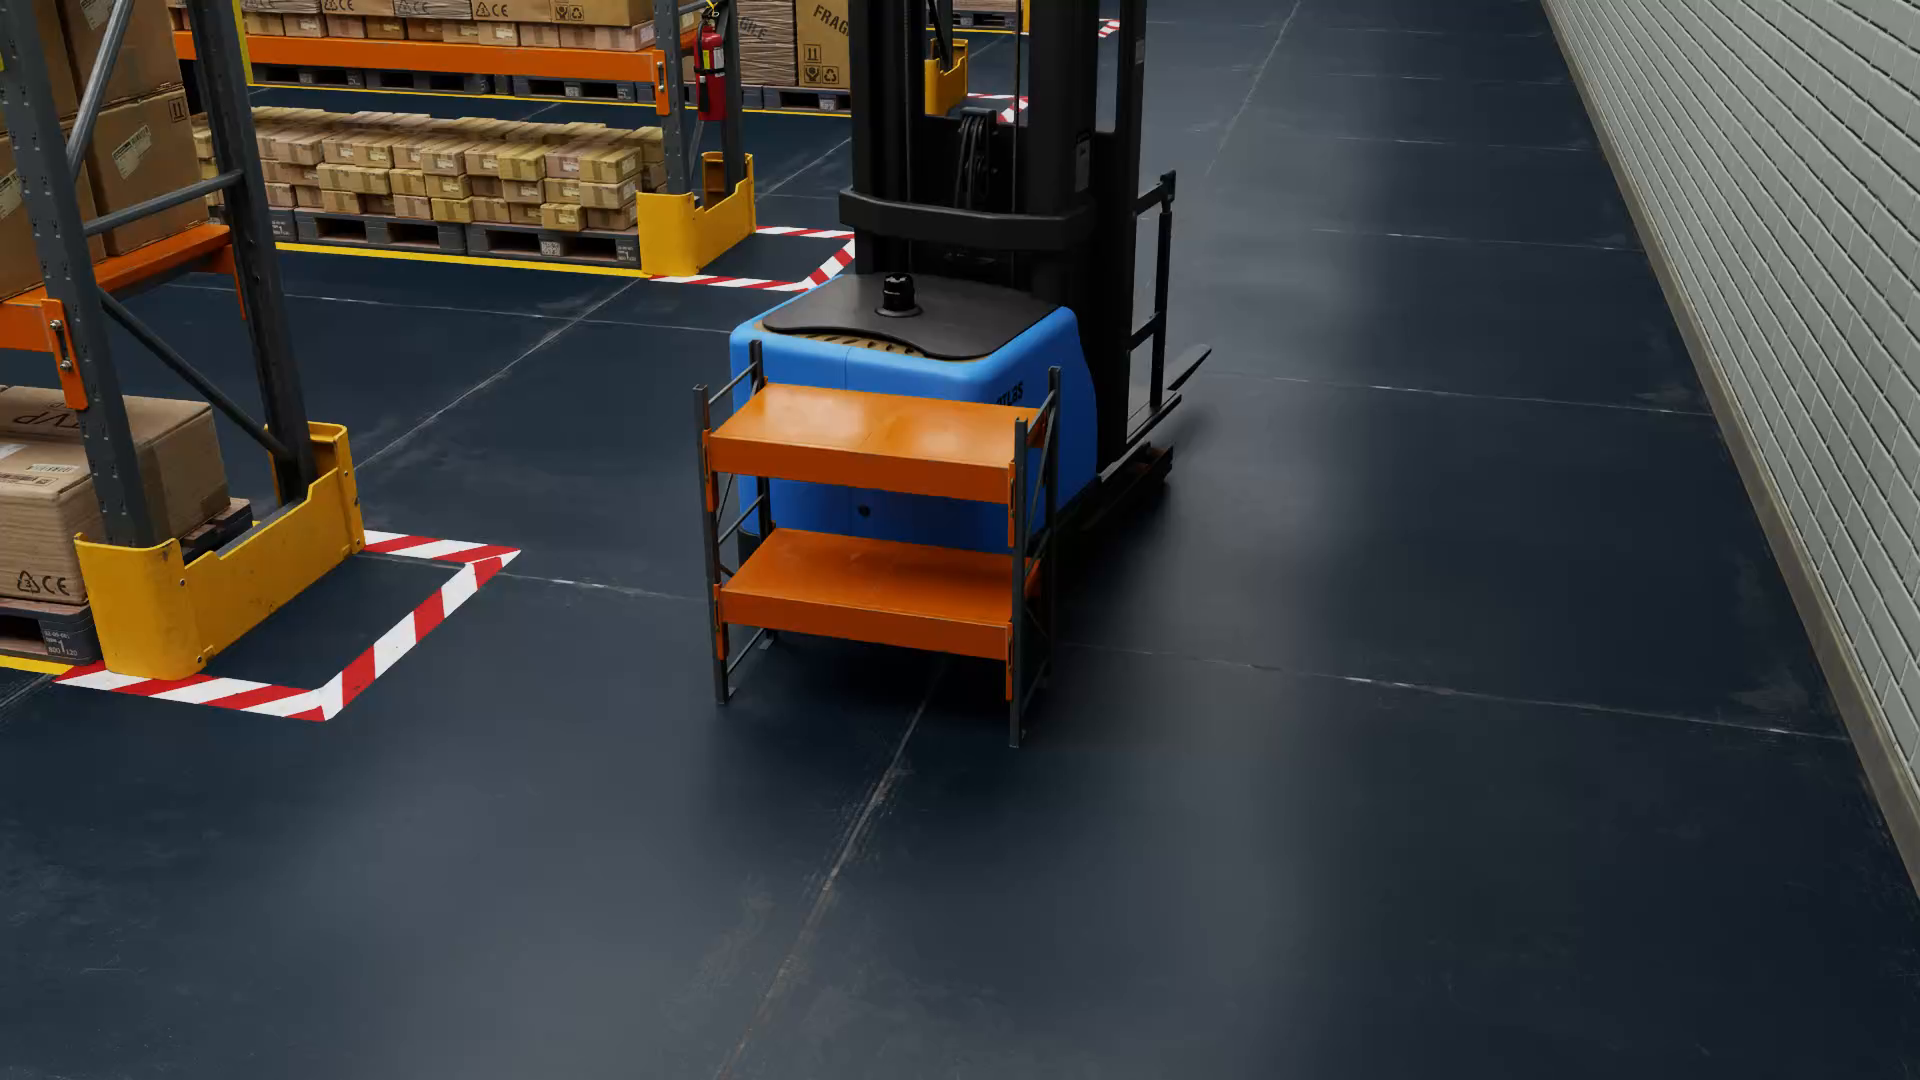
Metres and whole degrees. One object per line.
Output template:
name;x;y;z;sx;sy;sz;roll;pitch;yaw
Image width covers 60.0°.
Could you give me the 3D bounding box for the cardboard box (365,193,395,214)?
cardboard box;-3.641;-2.238;10.788;0.250;0.149;0.380;7;26;14

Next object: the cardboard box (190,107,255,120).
cardboard box;-5.044;-2.867;11.419;0.250;0.149;0.380;7;26;14

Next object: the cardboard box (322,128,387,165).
cardboard box;-3.894;-2.539;10.729;0.250;0.149;0.380;5;26;11

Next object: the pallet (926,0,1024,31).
pallet;0.198;-6.159;19.442;1.213;0.211;1.003;6;26;13

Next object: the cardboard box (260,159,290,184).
cardboard box;-4.409;-2.460;10.909;0.250;0.149;0.380;5;26;10

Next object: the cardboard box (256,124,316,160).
cardboard box;-4.404;-2.595;10.847;0.250;0.149;0.380;6;26;12

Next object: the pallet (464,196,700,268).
pallet;-2.431;-2.049;10.808;1.213;0.211;1.003;6;26;13

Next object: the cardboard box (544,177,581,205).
cardboard box;-2.402;-2.223;10.411;0.250;0.149;0.380;6;26;12

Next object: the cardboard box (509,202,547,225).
cardboard box;-2.650;-2.119;10.540;0.250;0.149;0.380;6;26;13

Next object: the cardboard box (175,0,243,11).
cardboard box;-4.556;-3.598;10.355;0.500;0.500;0.500;6;26;13

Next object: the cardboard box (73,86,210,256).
cardboard box;-3.108;-1.342;5.964;0.500;0.500;0.500;6;26;13

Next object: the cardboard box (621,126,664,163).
cardboard box;-2.003;-2.566;10.787;0.250;0.149;0.380;5;26;11

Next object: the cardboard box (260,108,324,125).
cardboard box;-4.544;-2.833;11.347;0.250;0.149;0.380;6;26;13

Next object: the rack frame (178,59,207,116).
rack frame;-5.454;-3.626;10.877;0.127;3.000;1.000;6;26;13

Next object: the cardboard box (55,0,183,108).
cardboard box;-3.109;-1.793;5.747;0.500;0.500;0.500;6;26;12

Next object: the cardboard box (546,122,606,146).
cardboard box;-2.512;-2.626;10.913;0.250;0.149;0.380;6;26;13

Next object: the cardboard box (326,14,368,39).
cardboard box;-3.702;-3.216;10.308;0.250;0.149;0.380;7;26;15

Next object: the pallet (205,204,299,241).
pallet;-4.795;-2.310;11.356;1.213;0.211;1.003;6;26;13

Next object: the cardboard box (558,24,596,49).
cardboard box;-2.198;-3.044;9.946;0.250;0.149;0.380;6;26;13

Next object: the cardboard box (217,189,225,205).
cardboard box;-4.670;-2.322;10.966;0.250;0.149;0.380;6;26;13

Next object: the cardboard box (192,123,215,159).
cardboard box;-4.920;-2.620;10.899;0.250;0.149;0.380;8;27;16

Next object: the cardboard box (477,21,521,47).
cardboard box;-2.697;-3.082;10.027;0.250;0.149;0.380;7;26;14

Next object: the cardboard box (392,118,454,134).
cardboard box;-3.550;-2.686;11.039;0.250;0.149;0.380;6;26;13

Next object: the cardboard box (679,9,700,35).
cardboard box;-1.812;-3.256;10.391;0.250;0.149;0.380;6;26;13

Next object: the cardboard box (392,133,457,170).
cardboard box;-3.404;-2.480;10.605;0.250;0.149;0.380;5;26;11

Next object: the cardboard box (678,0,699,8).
cardboard box;-1.946;-3.540;10.235;0.500;0.500;0.500;8;26;15

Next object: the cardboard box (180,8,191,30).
cardboard box;-4.721;-3.343;10.574;0.250;0.149;0.380;5;26;11

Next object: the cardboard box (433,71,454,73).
cardboard box;-4.745;-4.971;15.684;0.875;0.875;1.225;6;26;13

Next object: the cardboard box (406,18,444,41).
cardboard box;-3.192;-3.176;10.224;0.250;0.149;0.380;5;26;11

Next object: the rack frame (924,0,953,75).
rack frame;-0.247;-5.252;14.292;0.127;3.000;1.000;6;26;13

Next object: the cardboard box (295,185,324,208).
cardboard box;-4.142;-2.302;10.923;0.250;0.149;0.380;5;26;11

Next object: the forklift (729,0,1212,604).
forklift;0.278;-1.566;6.629;1.130;2.935;3.031;12;28;24

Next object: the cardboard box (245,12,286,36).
cardboard box;-4.231;-3.257;10.394;0.250;0.149;0.380;7;26;14

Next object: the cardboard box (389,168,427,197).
cardboard box;-3.414;-2.312;10.600;0.250;0.149;0.380;8;27;16

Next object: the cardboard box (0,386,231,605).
cardboard box;-3.379;-0.188;6.148;0.875;0.438;0.875;5;26;11

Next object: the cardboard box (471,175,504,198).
cardboard box;-2.900;-2.299;10.571;0.250;0.149;0.380;6;26;12

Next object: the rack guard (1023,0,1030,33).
rack guard;1.013;-6.188;19.166;0.348;0.500;1.175;6;26;13

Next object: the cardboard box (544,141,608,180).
cardboard box;-2.385;-2.371;10.376;0.250;0.149;0.380;7;26;14

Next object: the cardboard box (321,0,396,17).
cardboard box;-3.551;-3.484;10.115;0.500;0.500;0.500;8;27;16

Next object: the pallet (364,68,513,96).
pallet;-4.887;-4.472;15.898;1.213;0.211;1.003;6;26;13

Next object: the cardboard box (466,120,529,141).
cardboard box;-3.039;-2.652;10.967;0.250;0.149;0.380;7;26;15

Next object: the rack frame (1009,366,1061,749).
rack frame;0.240;0.058;5.319;0.032;1.125;0.500;7;26;14

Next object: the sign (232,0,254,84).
sign;-2.571;-1.783;5.907;0.005;0.325;0.100;6;26;13

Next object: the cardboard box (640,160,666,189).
cardboard box;-2.023;-2.398;10.778;0.250;0.149;0.380;7;26;15

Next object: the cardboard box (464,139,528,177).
cardboard box;-2.902;-2.400;10.437;0.250;0.149;0.380;5;26;11

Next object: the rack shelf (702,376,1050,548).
rack shelf;-0.250;-0.264;5.315;1.000;0.278;0.538;7;26;14

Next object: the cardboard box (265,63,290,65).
cardboard box;-6.470;-5.158;16.077;0.875;0.875;1.225;6;26;13

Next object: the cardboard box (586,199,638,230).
cardboard box;-2.142;-2.070;10.436;0.250;0.149;0.380;7;26;14

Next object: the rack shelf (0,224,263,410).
rack shelf;-4.652;-1.016;6.231;4.000;0.370;1.077;6;26;13

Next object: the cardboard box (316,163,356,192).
cardboard box;-3.920;-2.367;10.715;0.250;0.149;0.380;6;26;13

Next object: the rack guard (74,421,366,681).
rack guard;-2.692;0.005;6.158;0.348;0.500;1.175;6;26;13

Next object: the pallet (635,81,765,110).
pallet;-2.218;-4.177;15.279;1.213;0.211;1.003;6;26;13

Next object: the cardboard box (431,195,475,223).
cardboard box;-3.155;-2.142;10.587;0.250;0.149;0.380;5;26;11

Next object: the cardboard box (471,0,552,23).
cardboard box;-2.577;-3.376;9.888;0.500;0.500;0.500;6;26;12

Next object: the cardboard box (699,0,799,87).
cardboard box;-1.768;-4.615;14.937;0.875;0.875;0.875;6;26;13

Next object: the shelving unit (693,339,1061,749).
shelving unit;-0.250;0.000;5.441;1.048;1.125;0.538;7;26;14

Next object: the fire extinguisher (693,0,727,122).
fire extinguisher;-1.451;-2.776;9.614;0.183;0.674;0.296;6;26;13

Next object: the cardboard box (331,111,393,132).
cardboard box;-4.027;-2.782;11.240;0.250;0.149;0.380;5;26;10
